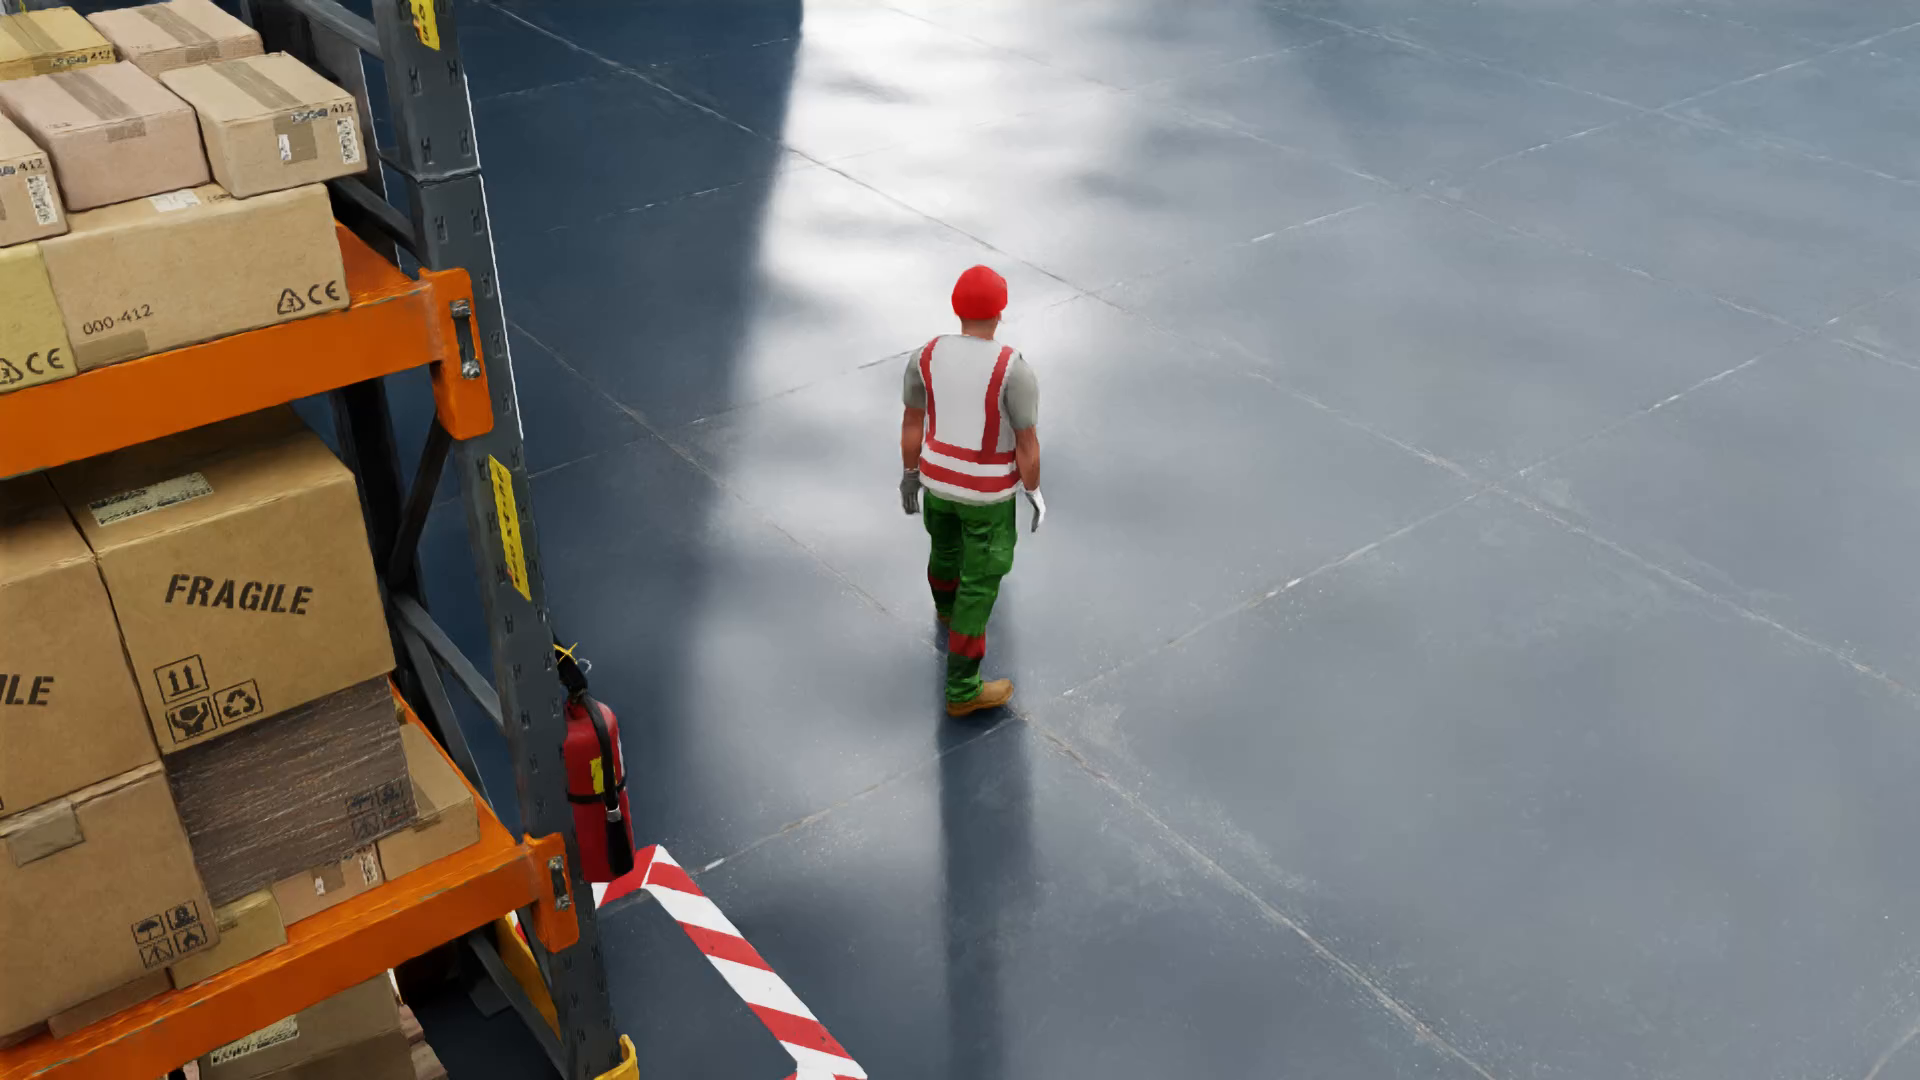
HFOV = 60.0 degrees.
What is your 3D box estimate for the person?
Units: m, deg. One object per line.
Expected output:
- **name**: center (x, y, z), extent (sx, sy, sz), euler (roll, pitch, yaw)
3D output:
- **person**: center (0.063, -0.264, 6.521), extent (0.632, 1.755, 0.837), euler (17, 36, 25)
